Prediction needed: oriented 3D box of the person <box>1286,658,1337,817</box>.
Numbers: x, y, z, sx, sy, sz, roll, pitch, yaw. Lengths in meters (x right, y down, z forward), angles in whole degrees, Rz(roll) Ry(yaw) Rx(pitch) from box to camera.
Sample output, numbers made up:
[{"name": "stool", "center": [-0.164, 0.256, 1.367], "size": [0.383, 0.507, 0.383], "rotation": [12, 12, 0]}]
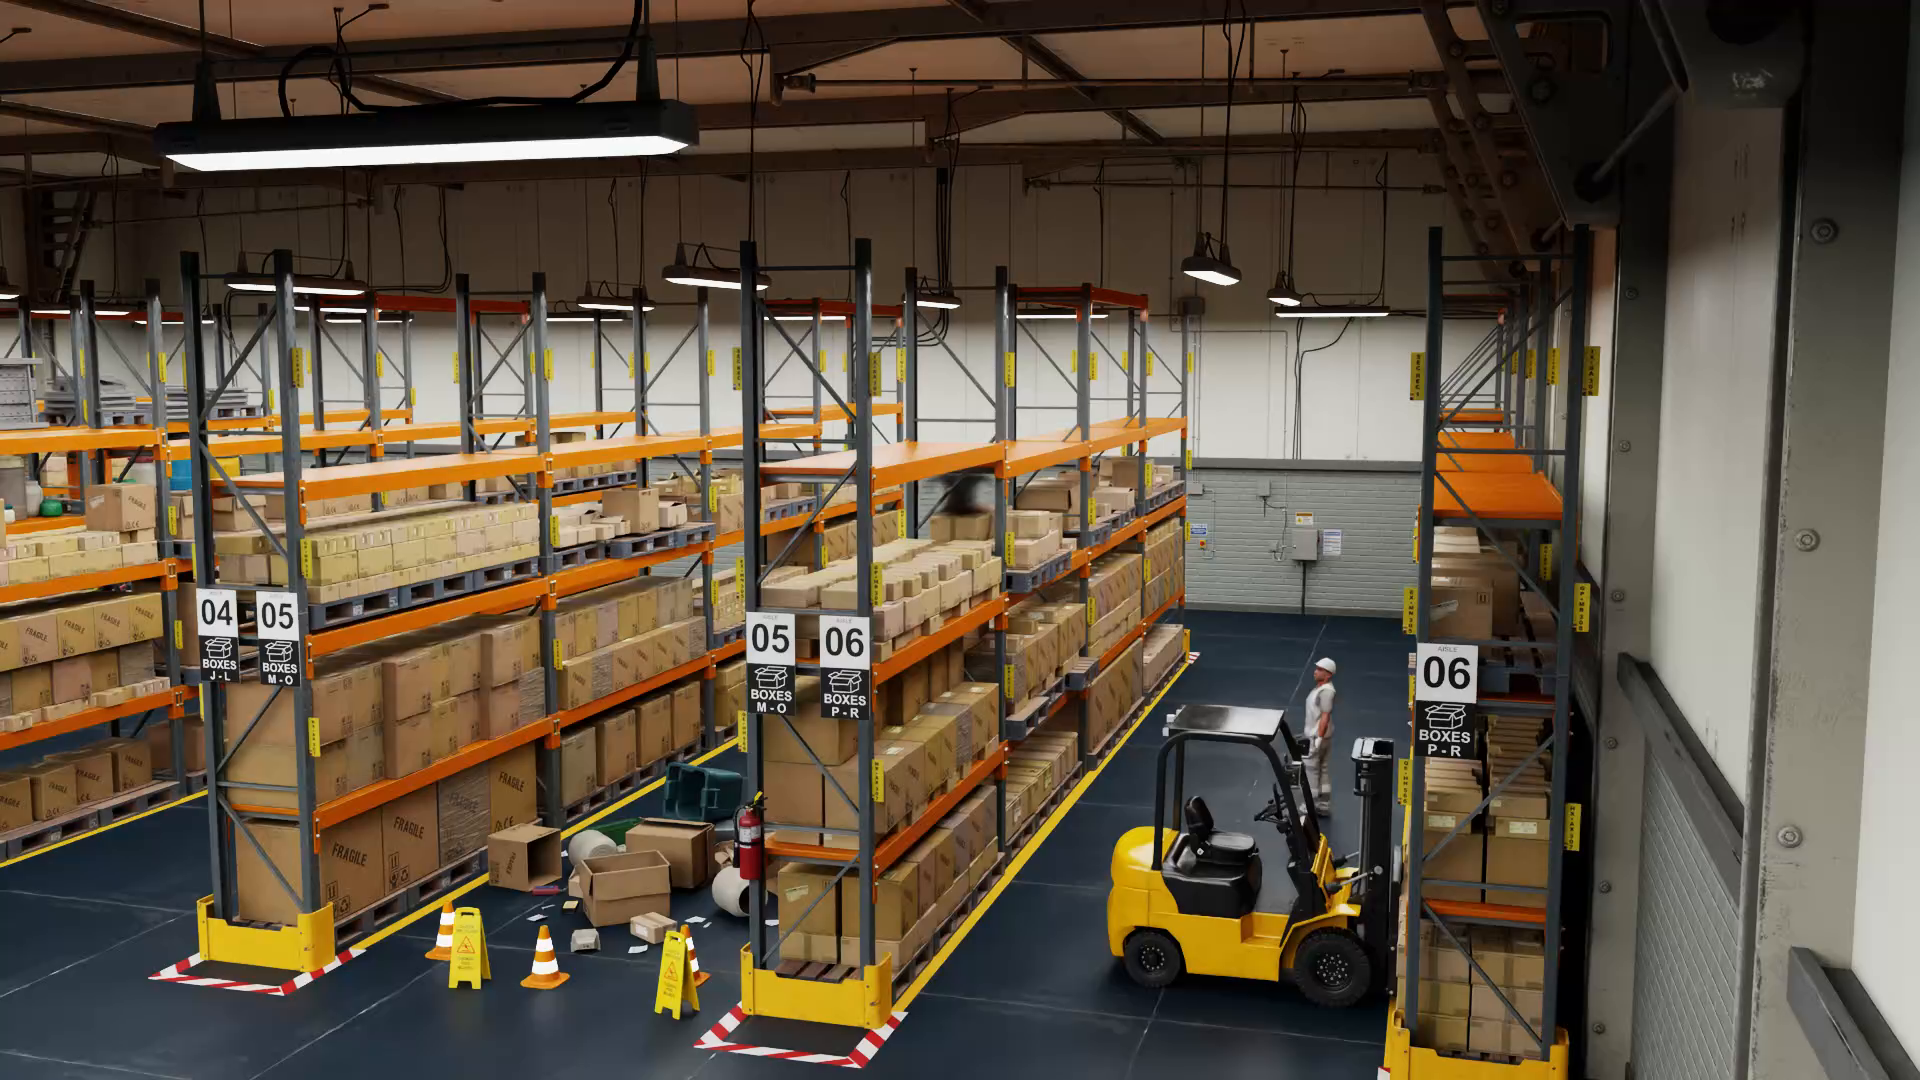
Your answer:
[{"name": "person", "center": [3.967, 2.209, 18.606], "size": [0.507, 1.784, 0.617], "rotation": [3, 7, 25]}]
